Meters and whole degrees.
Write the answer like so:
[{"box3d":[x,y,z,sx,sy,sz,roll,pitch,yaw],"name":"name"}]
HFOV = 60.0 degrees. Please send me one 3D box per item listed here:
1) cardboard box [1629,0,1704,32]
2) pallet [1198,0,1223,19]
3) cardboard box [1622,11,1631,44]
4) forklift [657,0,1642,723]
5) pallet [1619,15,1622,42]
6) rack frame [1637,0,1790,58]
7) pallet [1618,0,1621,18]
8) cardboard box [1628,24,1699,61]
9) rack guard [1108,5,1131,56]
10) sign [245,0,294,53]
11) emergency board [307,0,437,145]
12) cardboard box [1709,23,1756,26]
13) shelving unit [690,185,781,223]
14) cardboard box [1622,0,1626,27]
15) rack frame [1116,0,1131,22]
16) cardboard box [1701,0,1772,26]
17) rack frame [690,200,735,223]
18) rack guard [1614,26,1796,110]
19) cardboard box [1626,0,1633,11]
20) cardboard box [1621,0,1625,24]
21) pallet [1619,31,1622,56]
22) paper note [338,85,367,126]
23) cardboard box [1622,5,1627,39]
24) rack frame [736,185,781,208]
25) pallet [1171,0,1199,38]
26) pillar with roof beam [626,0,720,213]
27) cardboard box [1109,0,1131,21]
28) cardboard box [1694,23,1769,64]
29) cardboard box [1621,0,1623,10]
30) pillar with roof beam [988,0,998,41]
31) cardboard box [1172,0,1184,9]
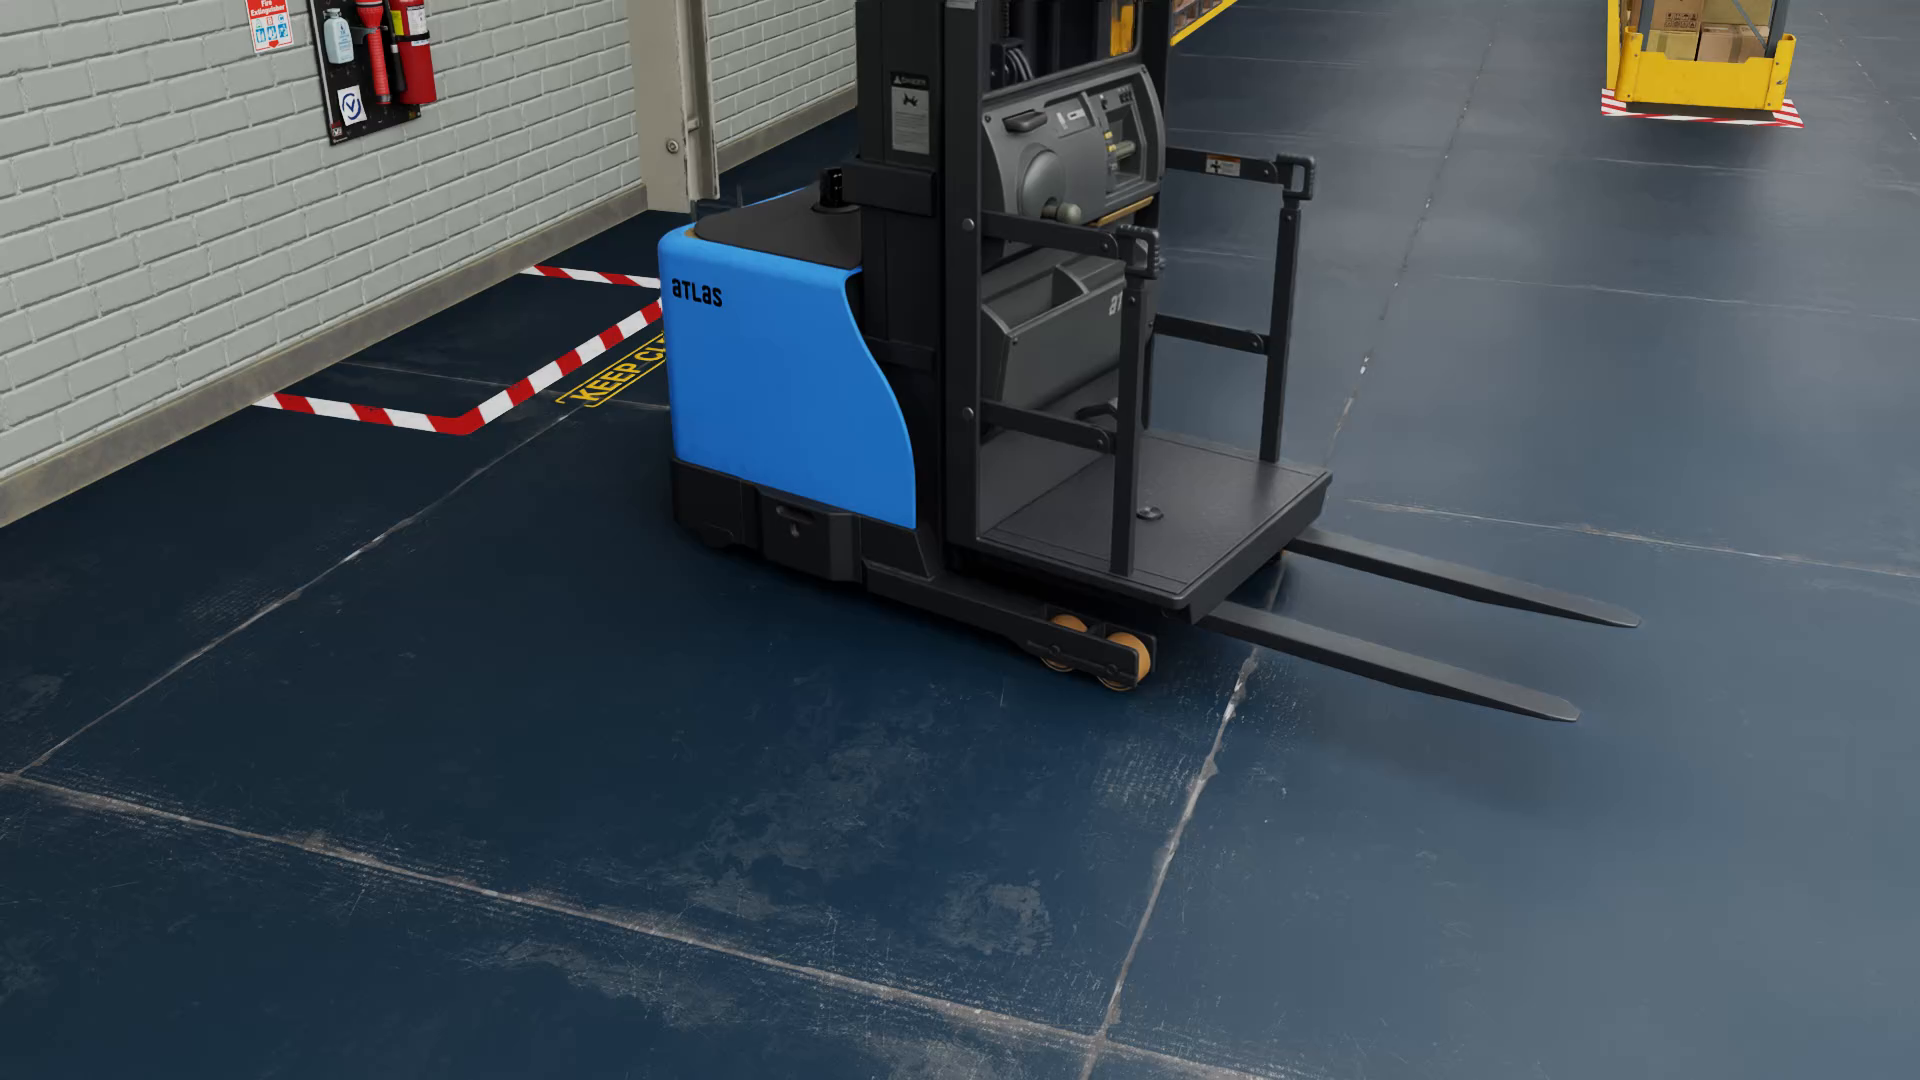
[{"box3d":[5.496,-4.243,12.885,0.500,0.500,0.500,9,27,17],"name":"cardboard box"},{"box3d":[2.067,-5.515,16.899,1.003,0.211,1.213,9,27,17],"name":"pallet"},{"box3d":[5.654,-4.113,13.476,0.500,0.250,0.500,9,27,17],"name":"cardboard box"},{"box3d":[0.518,-1.144,4.749,3.031,2.935,1.130,17,30,30],"name":"forklift"},{"box3d":[6.626,-4.759,15.337,1.003,0.211,1.213,9,27,17],"name":"pallet"},{"box3d":[5.599,-4.691,11.996,1.000,3.000,0.127,9,27,17],"name":"rack frame"},{"box3d":[7.138,-5.388,16.636,1.003,0.211,1.213,9,27,17],"name":"pallet"},{"box3d":[5.498,-3.906,13.048,0.500,0.250,0.500,9,27,17],"name":"cardboard box"},{"box3d":[0.951,-4.314,14.086,1.175,0.500,0.348,9,27,17],"name":"rack guard"},{"box3d":[-2.793,-2.149,6.705,0.001,0.329,0.234,9,27,17],"name":"sign"},{"box3d":[-2.512,-2.345,7.152,0.194,1.169,0.643,9,27,17],"name":"emergency board"},{"box3d":[6.150,-4.037,13.318,0.500,0.250,0.500,9,27,17],"name":"cardboard box"},{"box3d":[-0.786,-0.731,6.055,0.215,1.050,0.252,16,30,30],"name":"shelving unit"},{"box3d":[5.986,-4.524,14.325,0.500,0.250,0.500,9,27,17],"name":"cardboard box"},{"box3d":[0.926,-5.408,13.477,1.000,3.000,0.127,9,27,17],"name":"rack frame"},{"box3d":[6.151,-4.374,13.154,0.500,0.500,0.500,9,27,17],"name":"cardboard box"},{"box3d":[-0.854,-0.687,5.964,0.200,1.050,0.008,16,30,30],"name":"rack frame"},{"box3d":[5.591,-3.556,12.521,1.175,0.500,0.348,9,27,17],"name":"rack guard"},{"box3d":[5.815,-4.657,13.738,0.500,0.500,0.500,9,27,17],"name":"cardboard box"},{"box3d":[6.147,-4.730,14.751,0.500,0.250,0.500,9,27,17],"name":"cardboard box"},{"box3d":[6.221,-4.256,14.298,1.003,0.211,1.213,9,27,17],"name":"pallet"},{"box3d":[-2.636,-1.886,7.214,0.016,0.148,0.142,9,27,17],"name":"paper note"},{"box3d":[5.818,-4.319,13.901,0.500,0.250,0.500,9,27,17],"name":"cardboard box"},{"box3d":[-0.717,-0.775,6.146,0.200,1.050,0.008,16,30,30],"name":"rack frame"},{"box3d":[1.663,-5.012,15.860,1.003,0.211,1.213,9,27,17],"name":"pallet"},{"box3d":[2.406,-5.431,6.641,9.100,9.000,0.400,9,27,17],"name":"pillar with roof beam"},{"box3d":[1.241,-4.667,14.527,0.500,0.311,0.500,6,26,12],"name":"cardboard box"},{"box3d":[5.987,-3.831,12.893,0.500,0.250,0.500,9,27,17],"name":"cardboard box"},{"box3d":[6.318,-4.935,15.174,0.500,0.250,0.500,9,27,17],"name":"cardboard box"},{"box3d":[4.403,-7.897,11.733,9.100,9.000,0.400,9,27,17],"name":"pillar with roof beam"},{"box3d":[1.722,-5.281,15.578,0.700,0.500,0.500,7,27,14],"name":"cardboard box"}]
